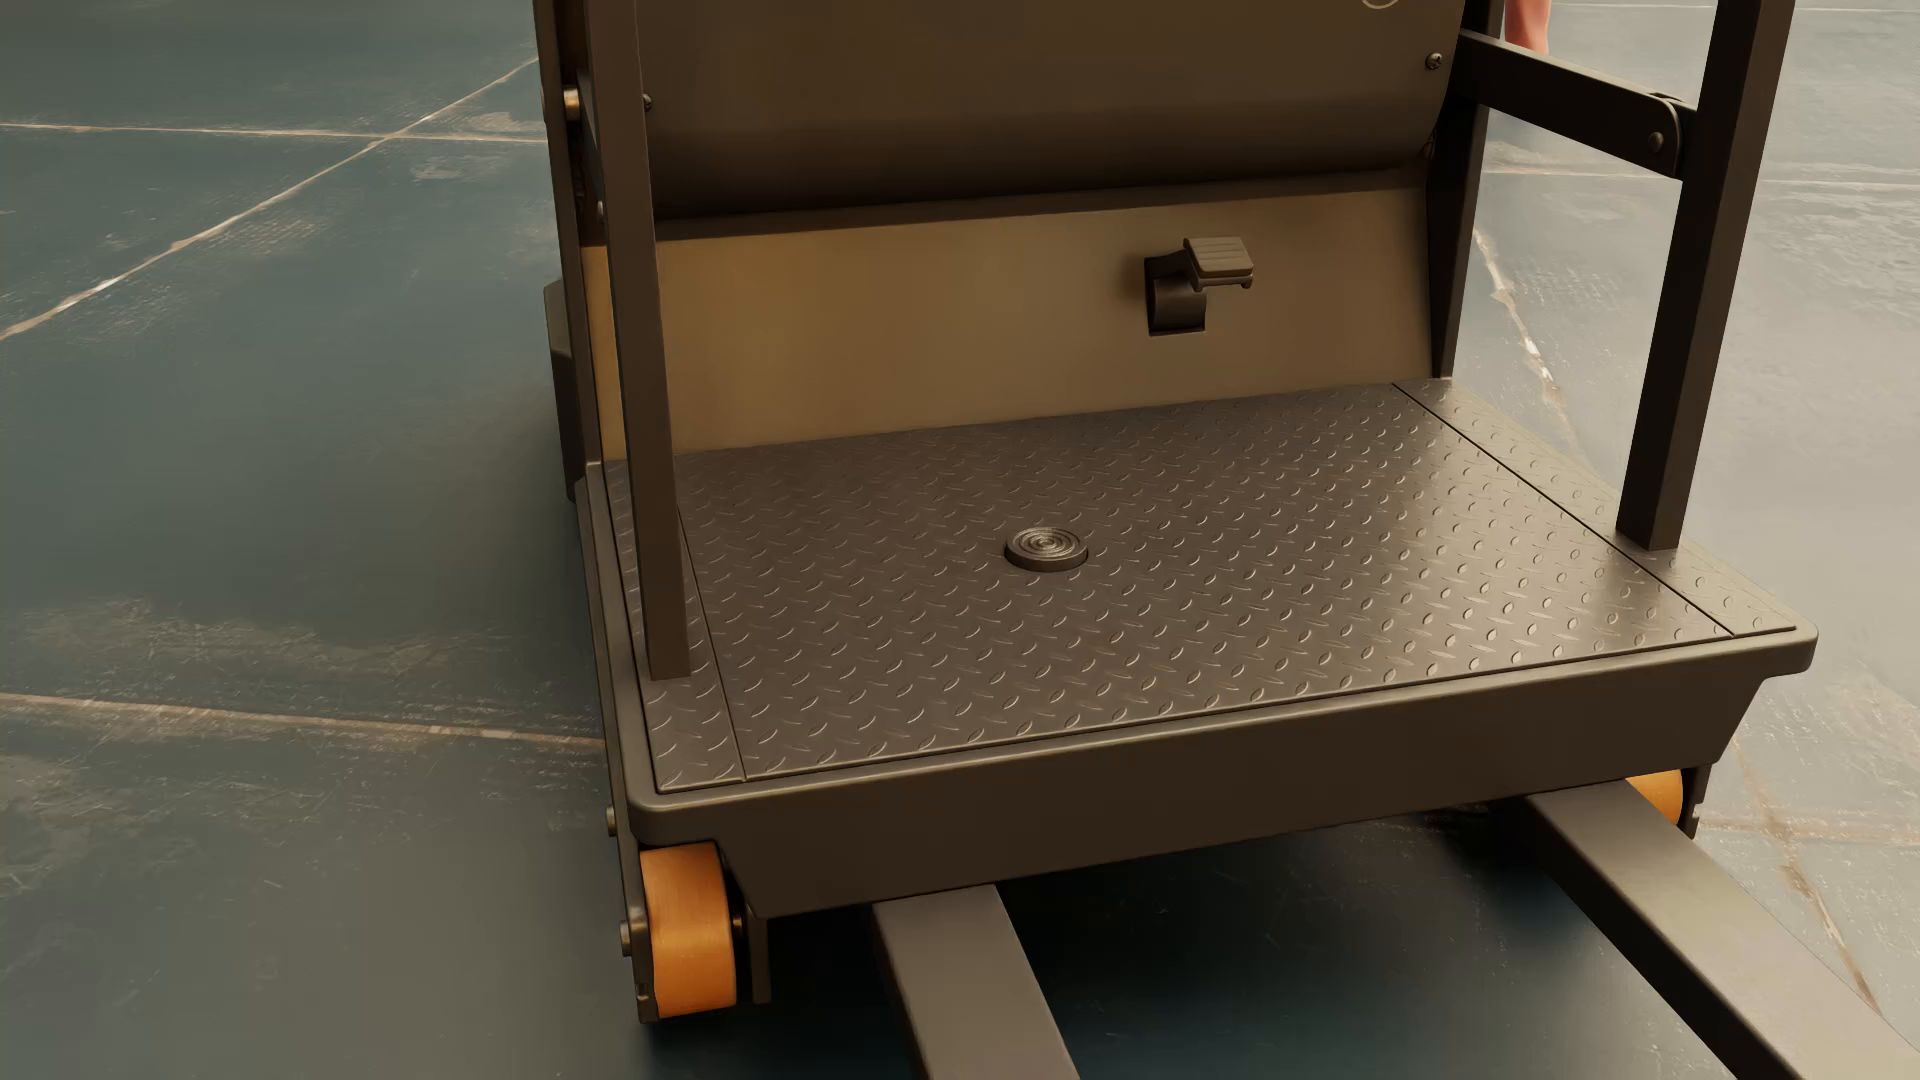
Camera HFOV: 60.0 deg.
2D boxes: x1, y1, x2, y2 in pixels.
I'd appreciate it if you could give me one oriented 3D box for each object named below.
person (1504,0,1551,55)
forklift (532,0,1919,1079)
[{"bbox_3d":[1.557,-2.094,4.804,0.554,1.673,0.548,2,27,4],"label":"person"},{"bbox_3d":[0.153,-1.049,1.319,1.130,2.935,3.031,-7,27,-13],"label":"forklift"}]
